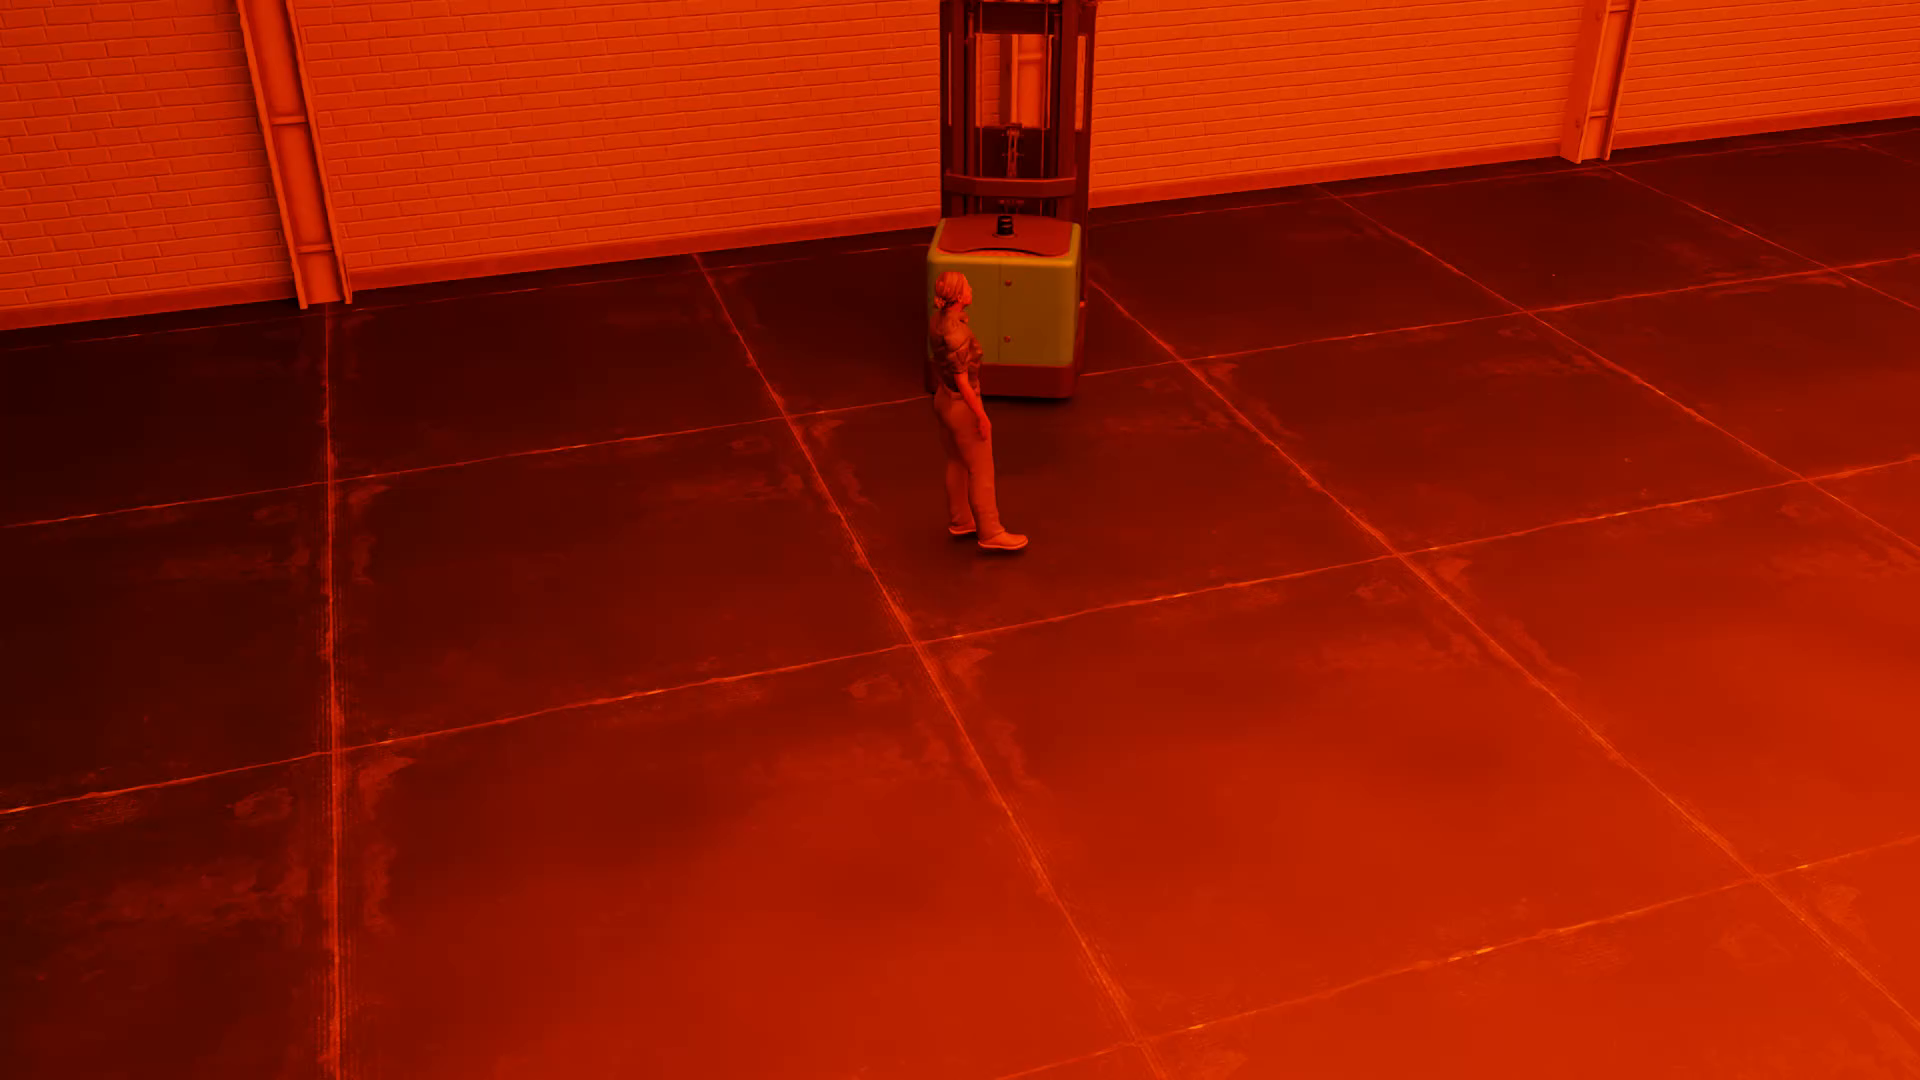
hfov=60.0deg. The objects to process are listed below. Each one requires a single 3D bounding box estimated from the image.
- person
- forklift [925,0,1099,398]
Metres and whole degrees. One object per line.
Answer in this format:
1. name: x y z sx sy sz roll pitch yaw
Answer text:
1. person: 0.089 -0.763 9.598 0.503 1.655 0.570 -10 31 -16
2. forklift: 0.428 -2.969 12.247 1.130 2.935 3.031 3 30 5
